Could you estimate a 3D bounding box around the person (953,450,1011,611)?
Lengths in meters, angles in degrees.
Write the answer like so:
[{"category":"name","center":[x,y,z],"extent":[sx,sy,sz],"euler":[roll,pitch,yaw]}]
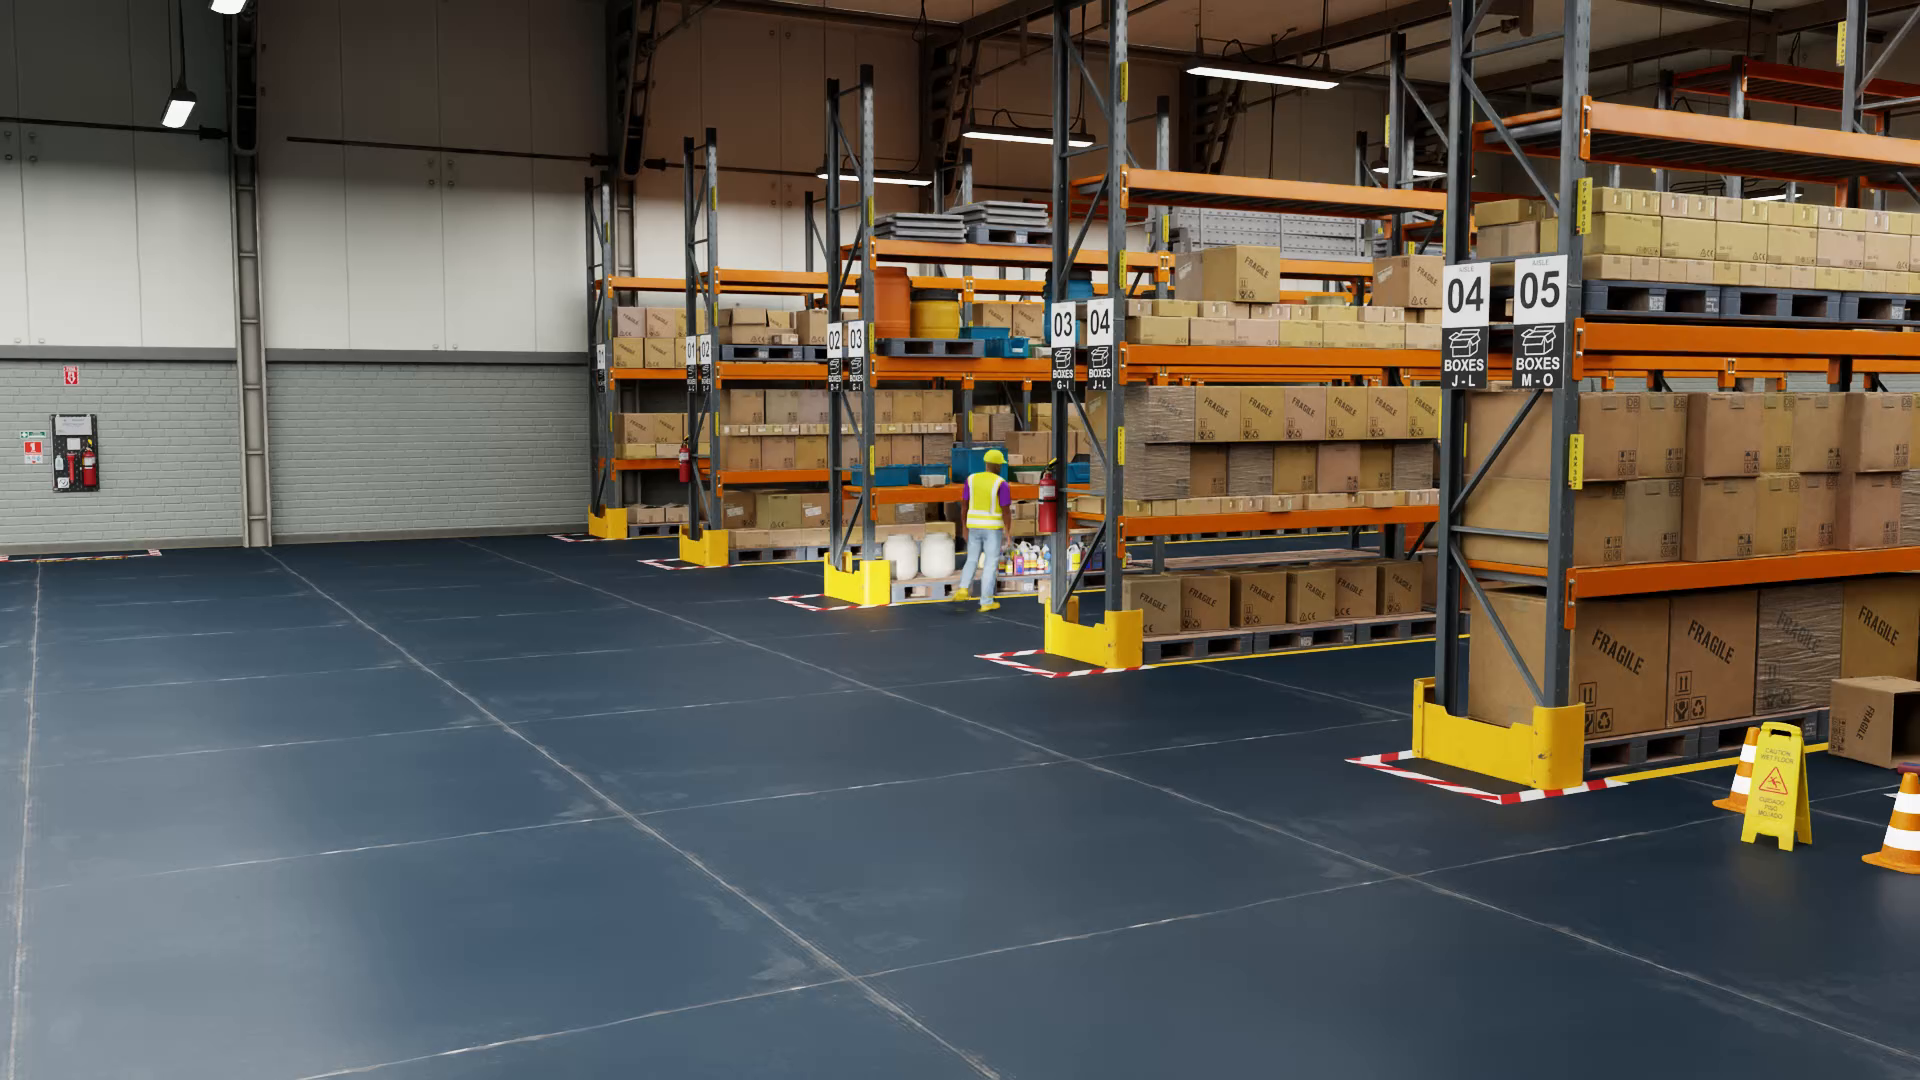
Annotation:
[{"category":"person","center":[0.256,-0.107,18.234],"extent":[0.610,1.765,0.554],"euler":[3,6,27]}]
